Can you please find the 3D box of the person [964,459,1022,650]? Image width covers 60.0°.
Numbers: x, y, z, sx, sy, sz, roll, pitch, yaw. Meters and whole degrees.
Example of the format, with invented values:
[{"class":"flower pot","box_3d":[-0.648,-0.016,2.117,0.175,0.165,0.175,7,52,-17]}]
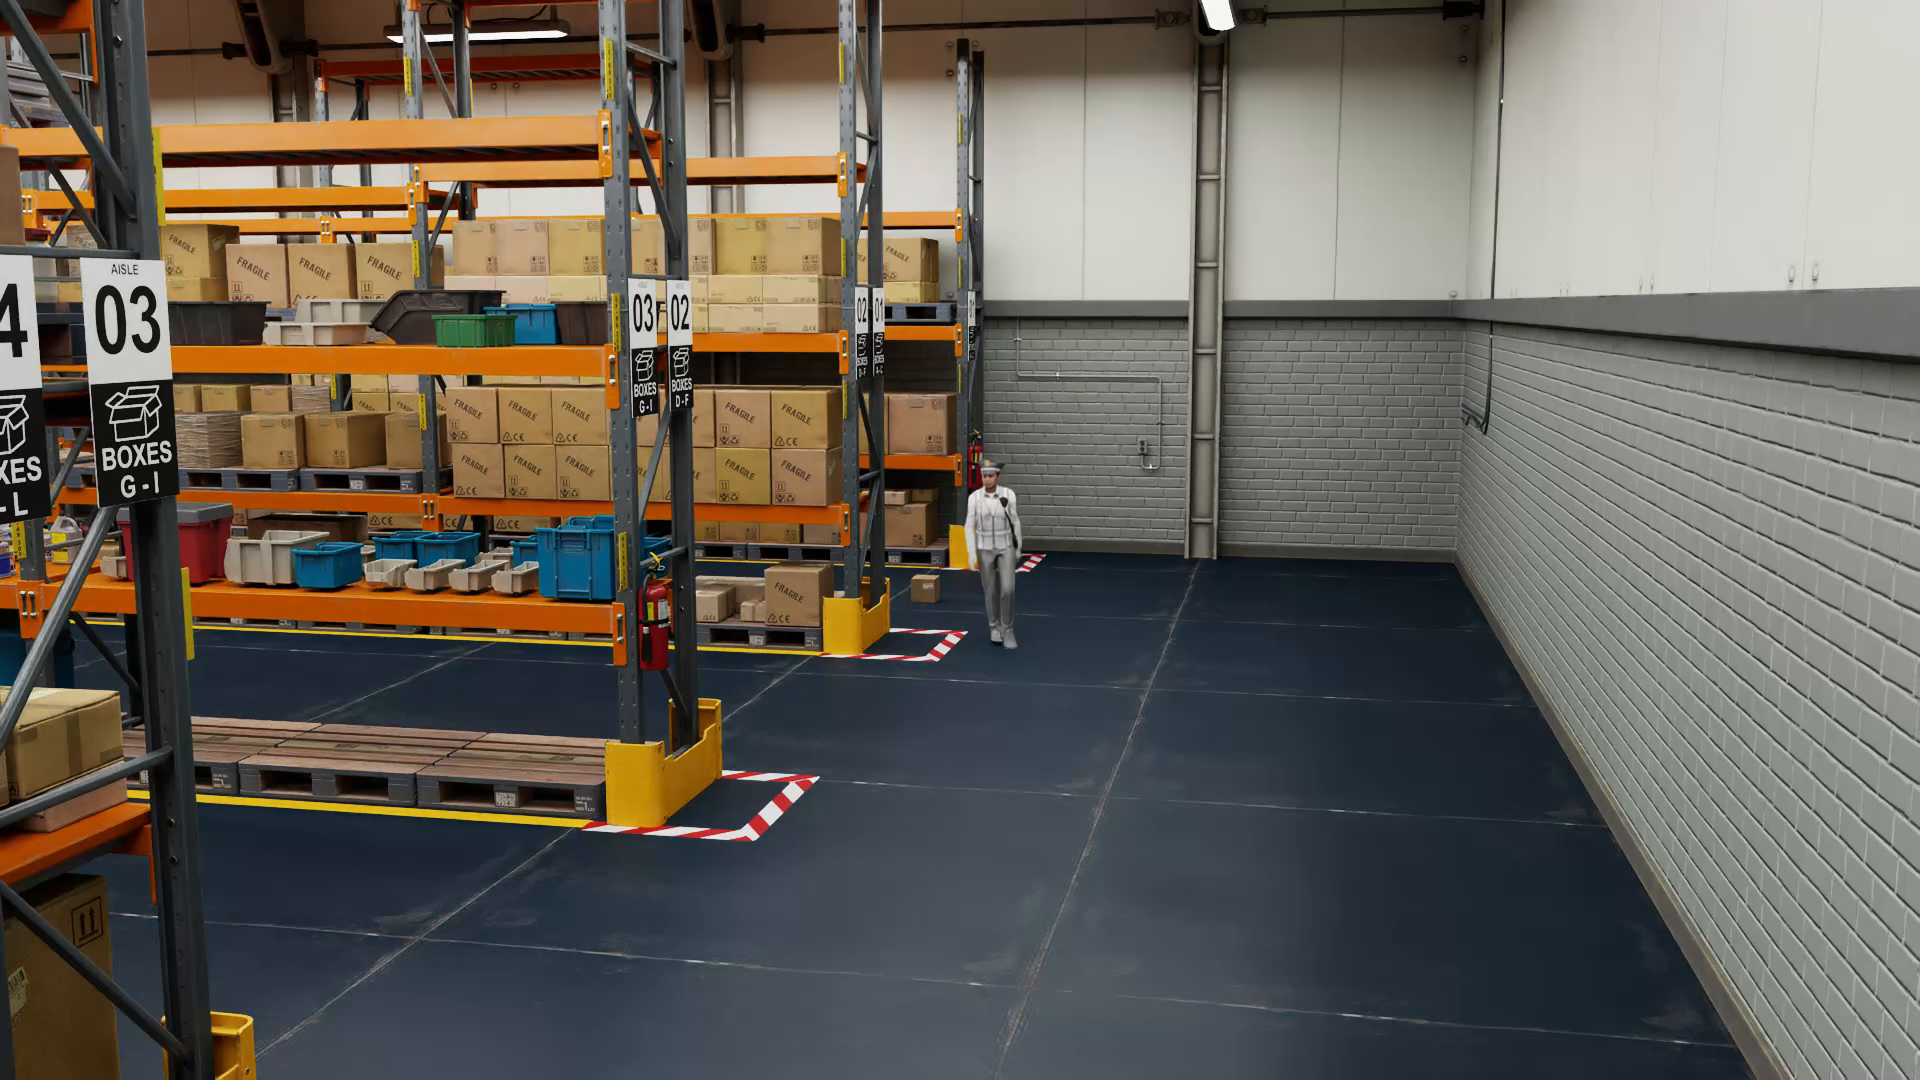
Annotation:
[{"class":"person","box_3d":[0.295,0.124,14.906,0.508,1.728,0.491,1,8,6]}]
